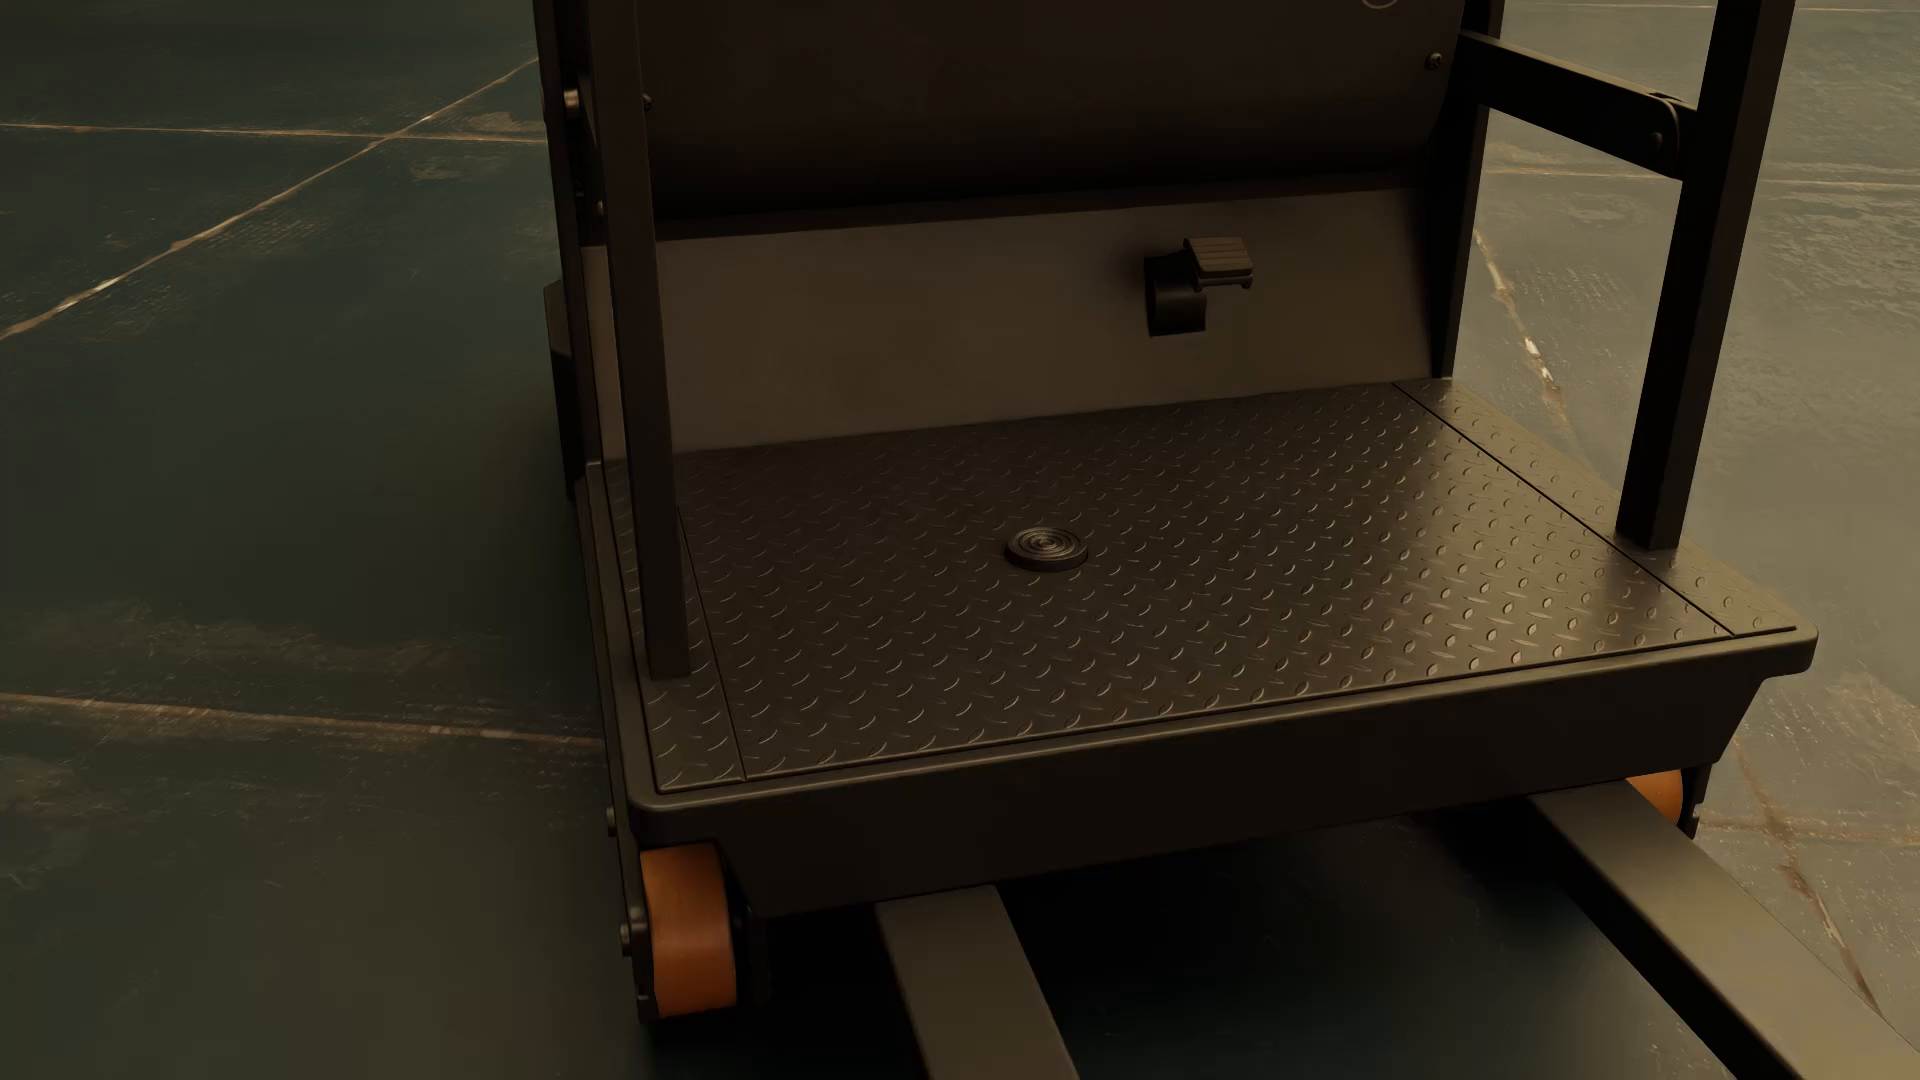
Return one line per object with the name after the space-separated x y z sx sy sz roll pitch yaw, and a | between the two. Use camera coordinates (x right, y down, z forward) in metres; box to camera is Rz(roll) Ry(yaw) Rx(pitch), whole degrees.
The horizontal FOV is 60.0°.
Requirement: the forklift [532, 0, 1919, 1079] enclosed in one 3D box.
0.153 -1.049 1.319 1.130 2.935 3.031 -7 27 -13 | forklift
